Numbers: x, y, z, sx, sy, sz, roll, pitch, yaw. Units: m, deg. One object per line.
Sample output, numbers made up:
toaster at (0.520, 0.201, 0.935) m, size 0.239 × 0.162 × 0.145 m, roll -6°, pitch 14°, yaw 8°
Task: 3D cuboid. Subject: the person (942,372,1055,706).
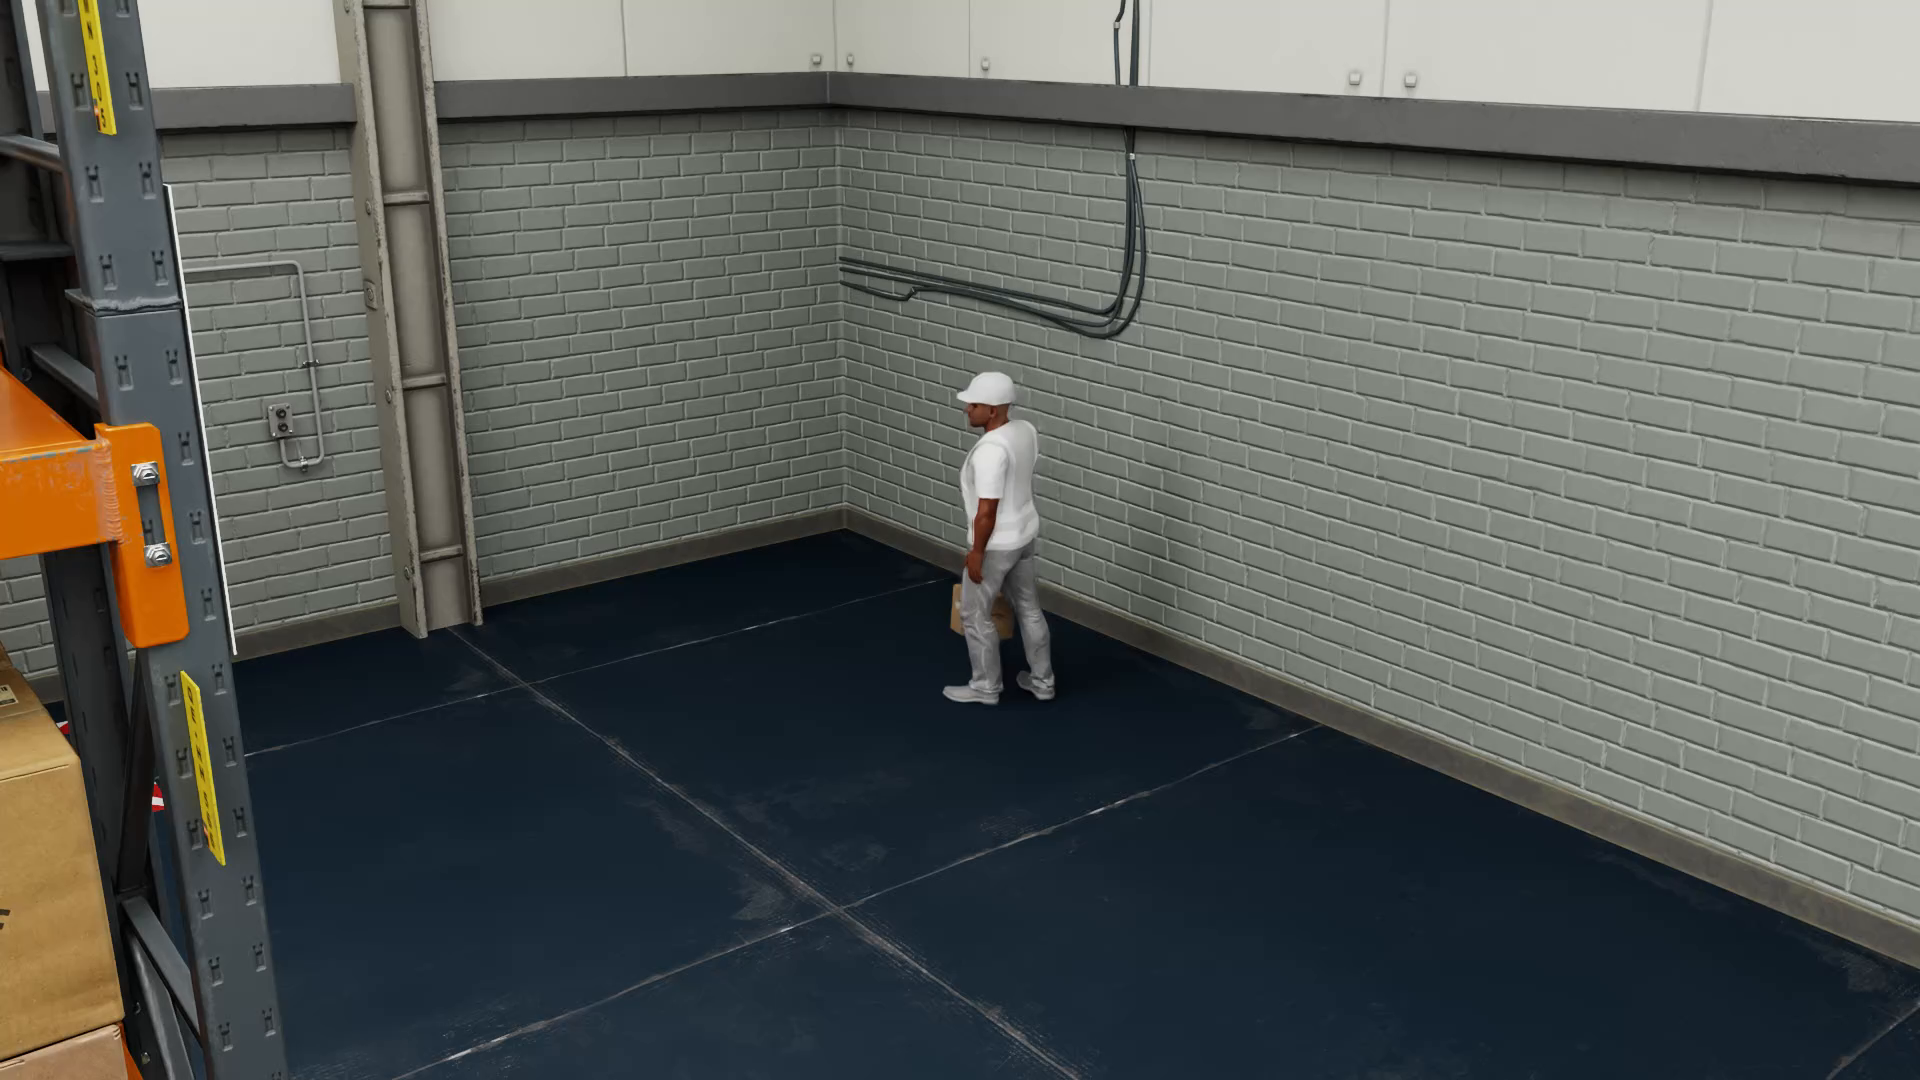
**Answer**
person at (0.206, 0.004, 8.506) m, size 0.558 × 1.761 × 0.577 m, roll 9°, pitch 20°, yaw 26°
